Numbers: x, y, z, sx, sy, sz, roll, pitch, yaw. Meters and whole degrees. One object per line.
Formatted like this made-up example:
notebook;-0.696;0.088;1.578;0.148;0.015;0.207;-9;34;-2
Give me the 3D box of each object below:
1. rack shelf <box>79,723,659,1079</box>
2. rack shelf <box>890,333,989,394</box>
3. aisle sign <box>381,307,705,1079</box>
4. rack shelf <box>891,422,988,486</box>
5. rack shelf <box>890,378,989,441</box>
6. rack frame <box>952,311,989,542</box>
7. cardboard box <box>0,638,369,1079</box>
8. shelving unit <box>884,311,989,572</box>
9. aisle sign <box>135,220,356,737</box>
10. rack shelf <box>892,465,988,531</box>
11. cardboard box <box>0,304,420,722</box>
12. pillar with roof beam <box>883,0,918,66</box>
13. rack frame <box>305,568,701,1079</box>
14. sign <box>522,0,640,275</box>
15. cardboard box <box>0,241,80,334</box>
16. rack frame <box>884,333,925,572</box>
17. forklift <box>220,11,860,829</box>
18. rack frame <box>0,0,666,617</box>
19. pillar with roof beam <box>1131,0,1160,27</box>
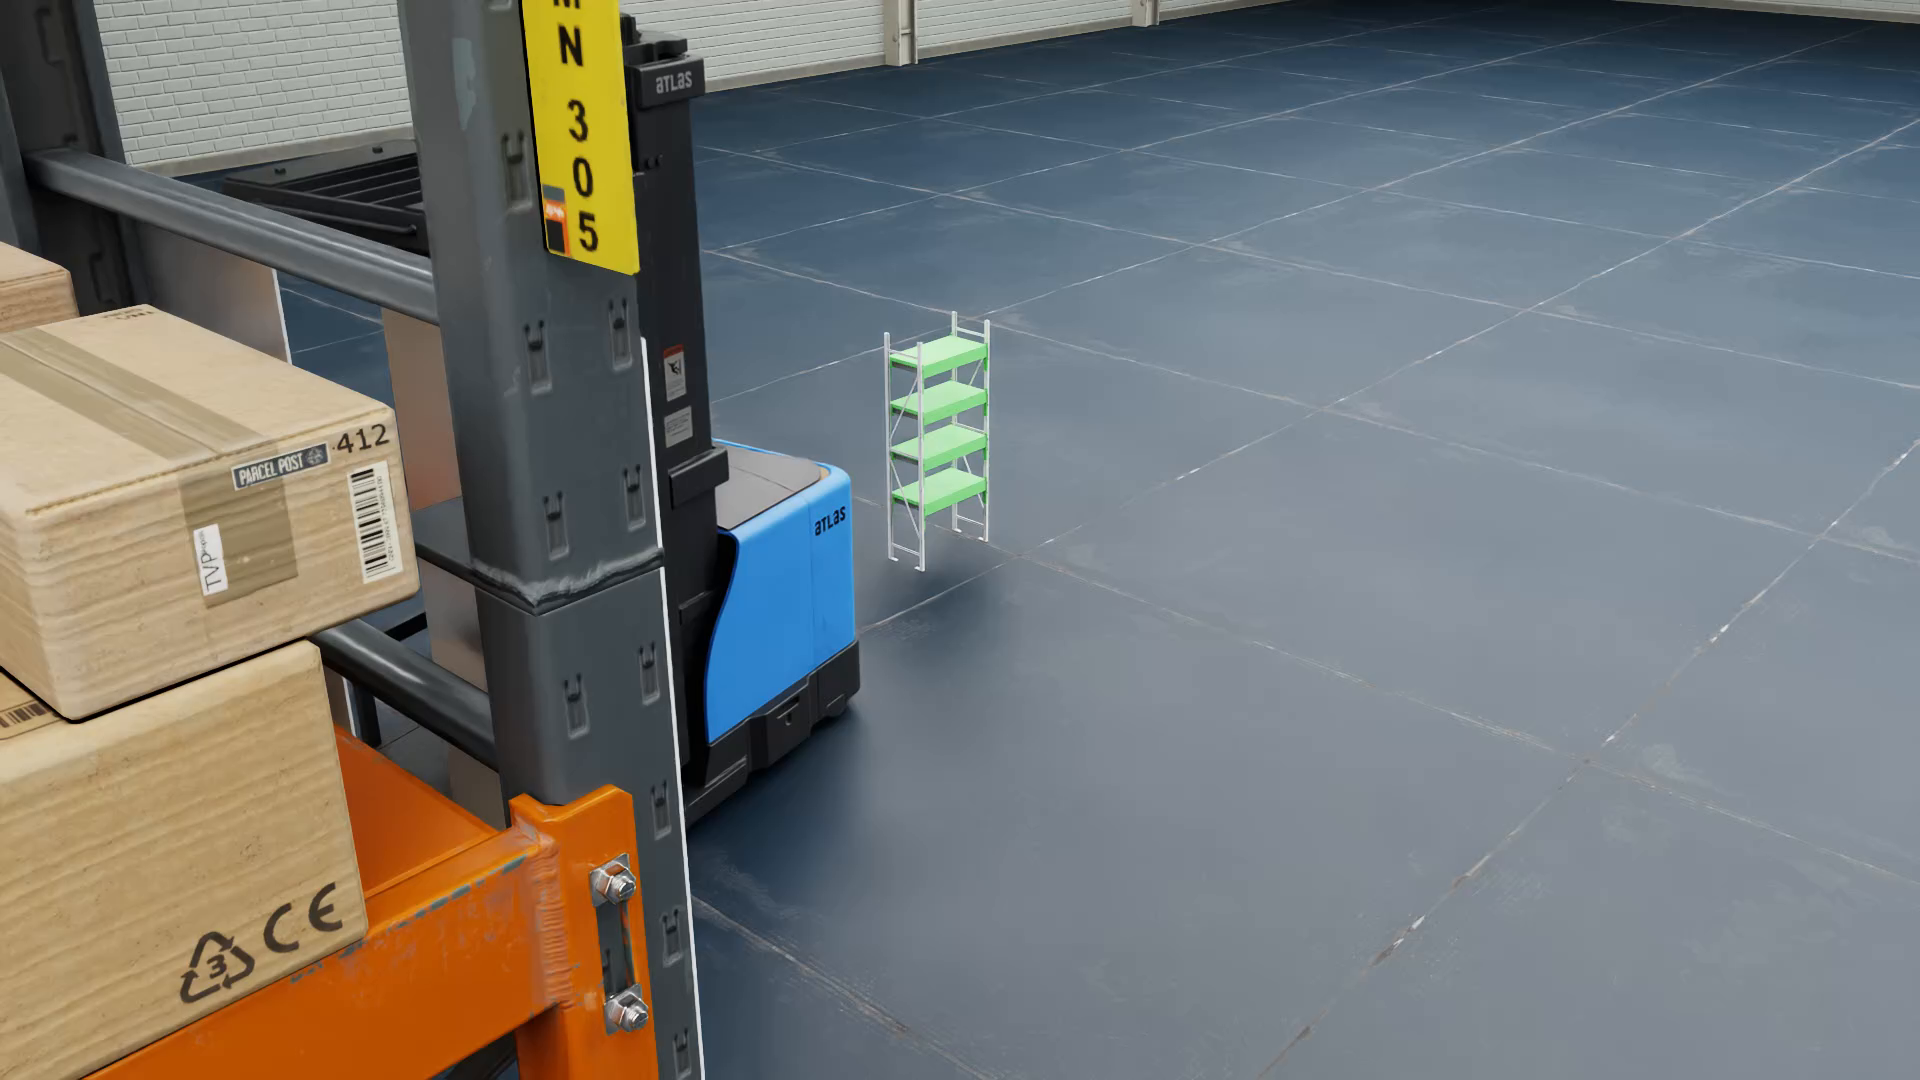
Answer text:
rack shelf;-1.992;0.841;0.420;1.077;0.370;4.000;20;31;38
rack shelf;-0.110;-0.877;8.222;0.258;0.148;0.480;20;31;38
aisle sign;-0.393;0.149;1.573;0.394;0.787;0.004;20;31;38
rack shelf;-0.110;-0.439;8.418;0.258;0.148;0.480;20;31;38
rack shelf;-0.110;-0.658;8.320;0.258;0.148;0.480;20;31;38
rack frame;0.052;-0.571;8.558;0.240;1.200;0.015;20;31;38
cardboard box;-0.790;0.188;1.180;0.500;0.250;0.500;21;32;39
shelving unit;-0.110;-0.497;8.392;0.258;1.200;0.503;20;31;38
aisle sign;-0.839;-0.015;1.939;0.394;0.787;0.004;20;31;38
rack shelf;-0.110;-0.220;8.516;0.258;0.148;0.480;20;31;38
cardboard box;-0.610;-0.040;1.202;0.380;0.149;0.250;20;31;38
pillar with roof beam;2.347;-9.868;19.759;9.100;9.000;0.400;20;31;38
rack frame;-0.657;1.272;2.246;1.000;3.000;0.127;20;31;38
sign;-0.257;-0.343;1.099;0.100;0.325;0.005;20;31;38
cardboard box;-1.013;-0.189;1.535;0.380;0.149;0.250;20;31;37
rack frame;-0.273;-0.423;8.226;0.240;1.200;0.015;20;31;38
forklift;-1.618;-0.233;5.687;1.130;2.935;3.031;14;28;28
rack frame;-0.657;-1.465;1.018;1.000;3.000;0.127;20;31;38
pillar with roof beam;6.352;-11.696;23.836;9.100;9.000;0.400;20;31;38
